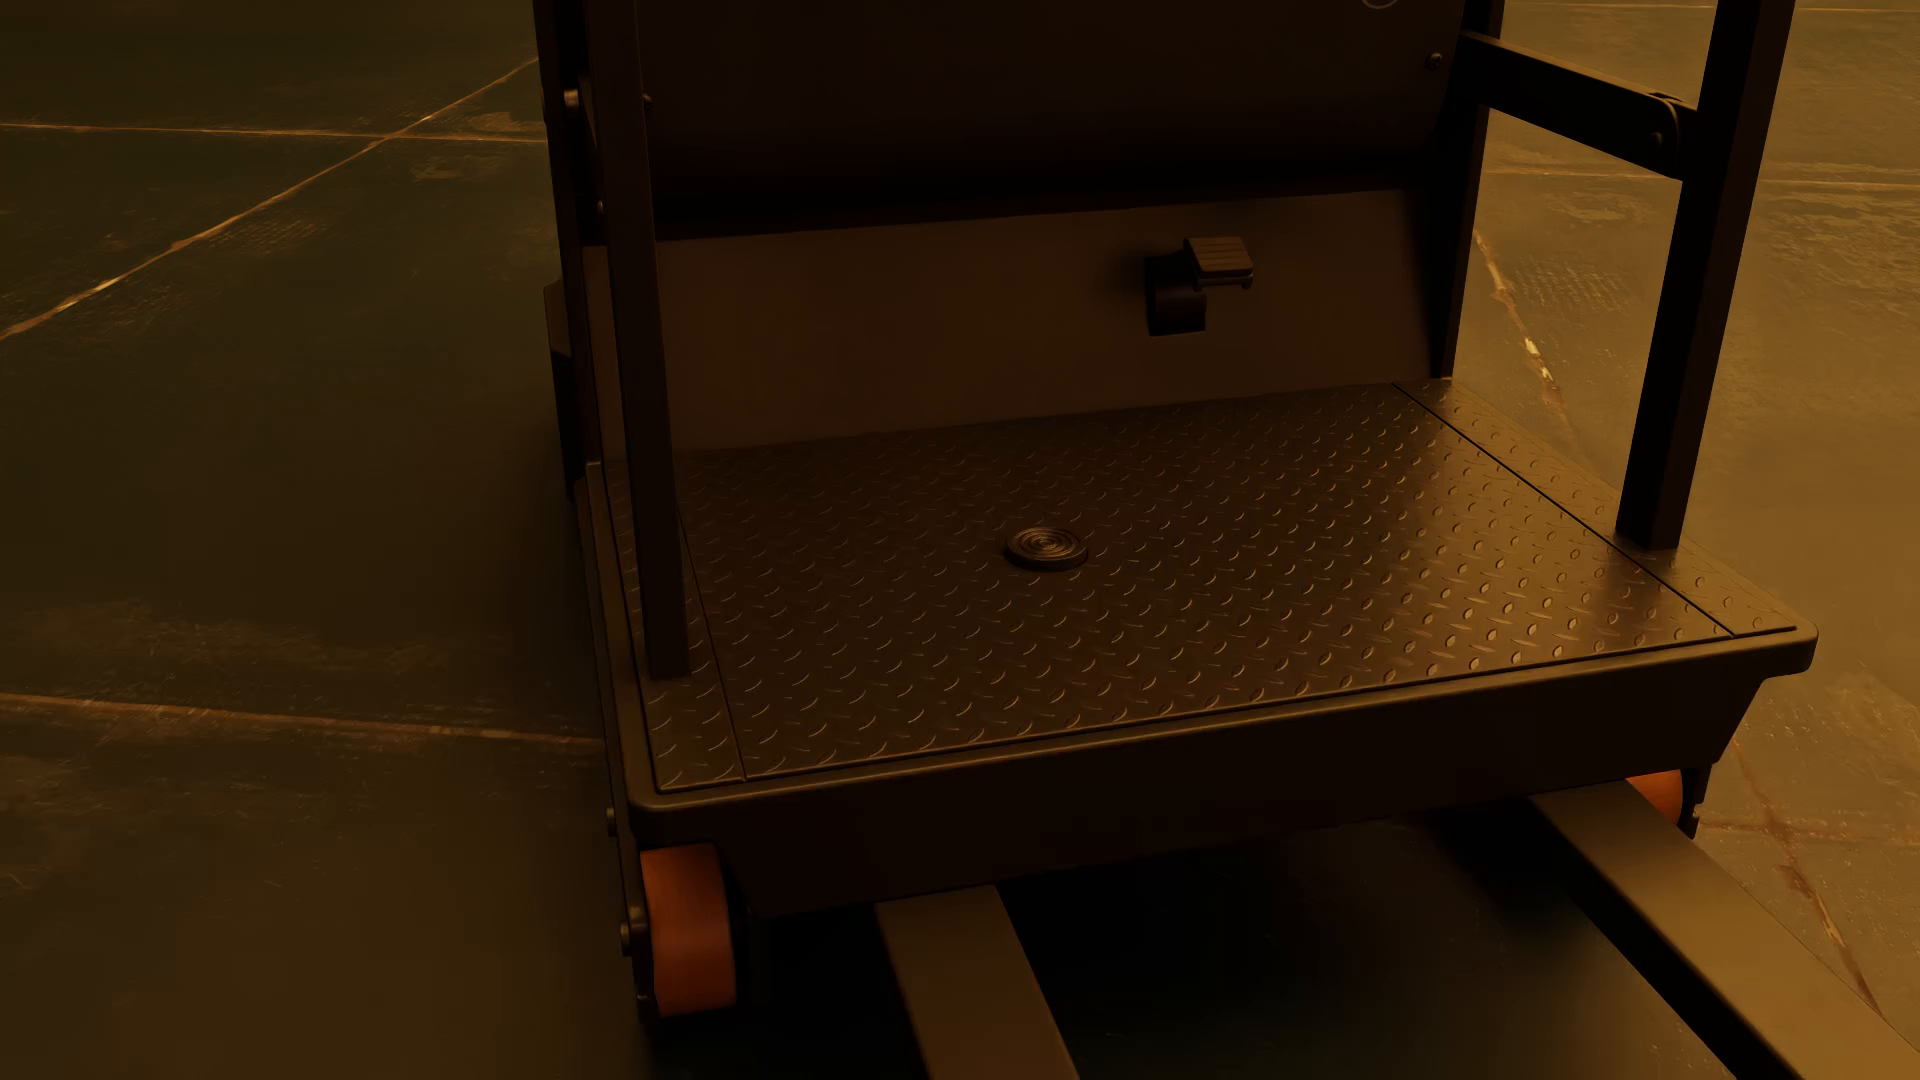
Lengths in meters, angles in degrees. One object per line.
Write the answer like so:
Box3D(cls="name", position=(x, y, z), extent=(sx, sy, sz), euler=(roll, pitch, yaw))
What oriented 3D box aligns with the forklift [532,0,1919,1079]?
Box3D(cls="forklift", position=(0.153, -1.049, 1.319), extent=(1.130, 2.935, 3.031), euler=(-7, 27, -13))
